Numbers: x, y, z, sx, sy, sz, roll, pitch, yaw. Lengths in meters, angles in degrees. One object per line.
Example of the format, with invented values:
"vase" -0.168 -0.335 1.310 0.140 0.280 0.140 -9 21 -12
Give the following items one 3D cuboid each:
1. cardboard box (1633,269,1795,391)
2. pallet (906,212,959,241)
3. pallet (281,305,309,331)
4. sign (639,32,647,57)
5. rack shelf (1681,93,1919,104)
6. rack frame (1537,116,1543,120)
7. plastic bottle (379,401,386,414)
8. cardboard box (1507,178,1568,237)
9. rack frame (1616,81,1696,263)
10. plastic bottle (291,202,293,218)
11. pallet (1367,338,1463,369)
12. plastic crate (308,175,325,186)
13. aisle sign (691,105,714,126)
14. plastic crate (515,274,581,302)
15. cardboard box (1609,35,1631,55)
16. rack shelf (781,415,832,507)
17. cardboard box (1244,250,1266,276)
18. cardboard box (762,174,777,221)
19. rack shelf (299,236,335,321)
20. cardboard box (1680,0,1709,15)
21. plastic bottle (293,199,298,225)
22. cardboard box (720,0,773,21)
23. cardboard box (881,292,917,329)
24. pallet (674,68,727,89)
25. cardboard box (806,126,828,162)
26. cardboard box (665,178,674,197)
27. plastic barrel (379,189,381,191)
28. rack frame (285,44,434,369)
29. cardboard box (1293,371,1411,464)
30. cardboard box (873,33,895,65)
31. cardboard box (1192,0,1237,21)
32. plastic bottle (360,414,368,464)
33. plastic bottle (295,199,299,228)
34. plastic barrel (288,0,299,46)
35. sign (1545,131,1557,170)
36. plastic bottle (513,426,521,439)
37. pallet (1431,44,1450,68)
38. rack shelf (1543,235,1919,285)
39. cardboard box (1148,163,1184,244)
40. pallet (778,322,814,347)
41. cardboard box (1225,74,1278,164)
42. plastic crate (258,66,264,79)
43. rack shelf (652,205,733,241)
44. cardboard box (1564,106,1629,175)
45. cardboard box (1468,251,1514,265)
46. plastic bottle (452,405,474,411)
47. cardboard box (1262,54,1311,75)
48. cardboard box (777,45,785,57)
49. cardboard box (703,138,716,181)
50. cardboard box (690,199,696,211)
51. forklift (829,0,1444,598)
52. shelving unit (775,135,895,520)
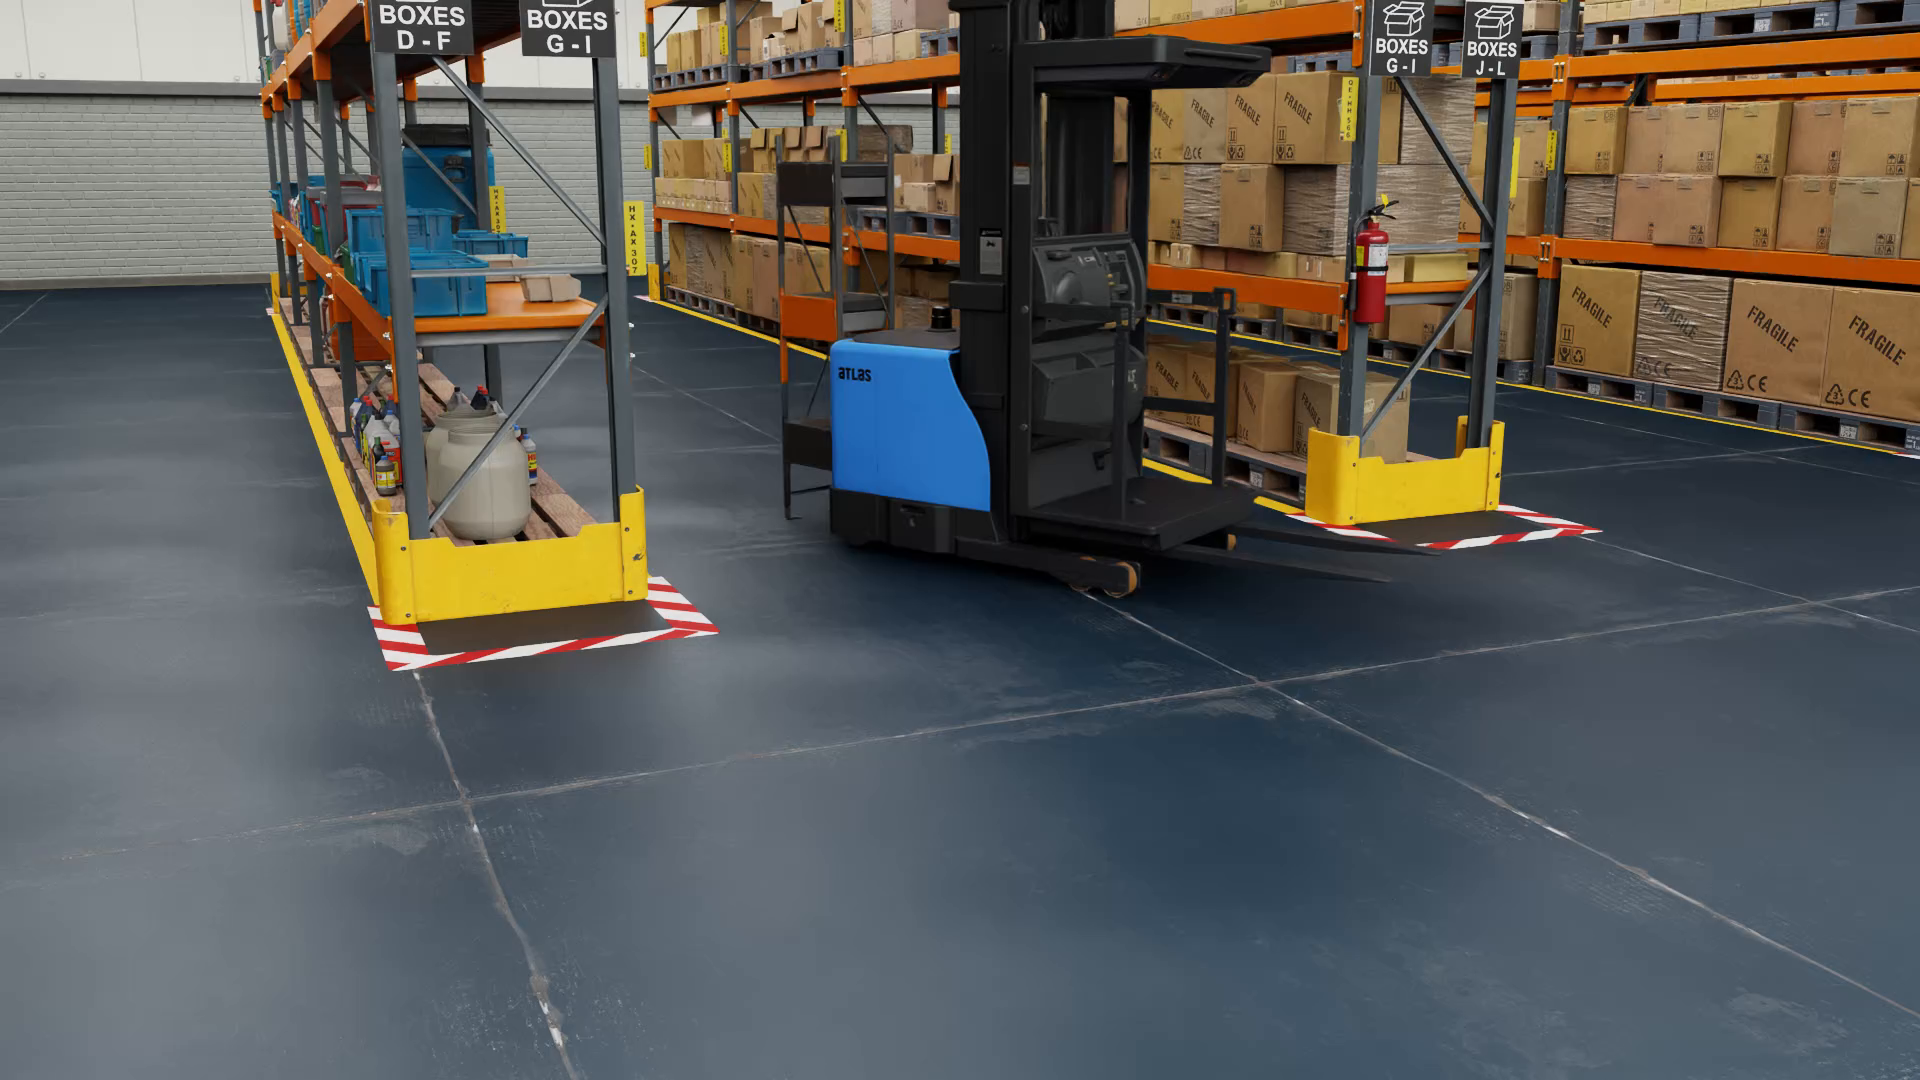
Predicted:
"cardboard box" 6.113 -1.710 13.385 0.875 0.875 0.875 -6 14 -23
"pallet" 0.203 -2.763 14.581 1.003 0.211 1.213 -6 14 -23
"pallet" -7.590 -2.683 19.994 1.003 0.211 1.213 -6 14 -23
"sign" -4.343 -6.791 22.795 0.100 0.325 0.005 -6 14 -23
"rack shelf" 12.198 -6.130 23.647 1.077 0.370 4.000 -6 14 -23
"rack frame" 9.795 -6.259 29.260 1.000 3.000 0.127 -6 14 -23
"plastic bottle" -3.585 -0.719 10.372 0.061 0.283 0.133 -6 14 -23
"cardboard box" 5.106 -2.995 14.935 0.500 0.500 0.500 -6 14 -23
"rack frame" 8.453 -4.157 20.178 1.000 3.000 0.127 -6 14 -23
"plastic bottle" -6.764 -3.346 16.960 0.097 0.271 0.097 0 13 0
"pallet" 4.689 -1.909 16.650 1.003 0.211 1.213 -6 14 -23
"plastic crate" -8.065 -4.461 21.282 0.616 0.435 0.499 -6 14 -23
"aisle sign" -3.586 -6.223 23.340 0.394 0.787 0.004 -6 14 -23
"plastic crate" -2.025 -1.247 8.190 0.298 0.136 0.250 -6 14 -23
"cardboard box" 8.164 -5.937 20.058 0.797 0.503 0.637 -7 15 -26
"rack shelf" -0.671 -0.430 9.238 0.431 0.518 0.480 -12 18 -43
"cardboard box" 1.941 -1.678 10.027 0.380 0.149 0.250 -6 14 -23
"cardboard box" -1.872 -3.812 18.466 0.500 0.500 0.500 -6 14 -24
"rack shelf" -4.364 -2.051 12.673 1.077 0.370 4.000 -6 14 -23
"cardboard box" 5.804 -4.139 12.851 0.380 0.149 0.250 -6 14 -24
"plastic bottle" -6.561 -3.259 16.574 0.152 0.276 0.135 -6 14 -23
"cardboard box" -2.600 -6.412 20.230 0.500 0.250 0.500 -7 15 -27
"cardboard box" -0.341 -2.122 15.952 0.700 0.500 0.500 -6 15 -26
"pallet" -3.033 -5.928 21.375 1.003 0.211 1.213 -6 14 -23
"cardboard box" -1.164 -4.087 17.428 0.797 0.503 0.637 -5 14 -22
"cardboard box" -3.673 -4.756 22.440 0.500 0.250 0.500 -6 14 -24
"plastic barrel" -4.389 -2.589 13.154 0.421 0.512 0.421 0 13 0
"rack frame" -5.165 -2.814 14.377 1.000 3.000 0.127 -6 14 -23
"cardboard box" 2.343 -0.726 9.968 0.500 0.500 0.500 -3 13 -13
"cardboard box" -0.467 -4.424 15.012 0.500 0.250 0.500 -5 14 -22
"cardboard box" 1.751 -3.283 10.084 0.500 0.250 0.500 -5 14 -22
"plastic bottle" -3.516 -0.598 9.849 0.061 0.283 0.133 -5 14 -20
"plastic bottle" -6.329 -3.174 16.040 0.144 0.351 0.185 -6 14 -23
"plastic barrel" -4.773 -4.161 12.589 0.600 0.830 0.708 -6 14 -23
"sign" 5.067 -3.337 14.243 0.100 0.325 0.005 -6 14 -23
"plastic bottle" -2.539 -0.520 9.540 0.097 0.271 0.097 0 13 0
"pallet" 4.715 -4.699 16.288 1.003 0.211 1.213 -5 14 -20
"rack shelf" 6.361 -2.099 12.881 1.077 0.370 4.000 -6 14 -23
"cardboard box" 1.722 -2.223 10.940 0.875 0.500 0.500 -6 14 -23
"pallet" -1.359 -2.325 18.445 1.003 0.211 1.213 -6 14 -23
"cardboard box" 1.925 -2.484 9.850 0.500 0.500 0.500 -6 14 -23
"plastic crate" -8.471 -5.760 20.743 0.497 0.269 0.590 -6 14 -23
"rack shelf" -3.031 -4.151 21.748 1.077 0.370 4.000 -6 14 -23
"cardboard box" 5.676 -3.382 14.104 0.875 0.550 0.550 -6 14 -23
"cardboard box" 7.541 -3.846 22.615 0.875 0.875 0.875 -5 14 -21
"plastic bottle" -3.090 -0.710 10.350 0.152 0.276 0.135 -6 14 -23
"cardboard box" 3.496 -5.294 18.217 0.500 0.500 0.500 -6 14 -23
"cardboard box" -1.771 -5.311 18.136 0.380 0.149 0.250 -6 14 -25
"cardboard box" -2.856 -4.700 20.535 0.500 0.500 0.500 -5 14 -22
"cardboard box" -3.268 -4.317 21.428 0.380 0.149 0.250 -5 14 -22
"forklift" 0.806 -1.296 7.967 3.031 2.935 1.130 9 16 35
"shelving unit" -0.671 -1.126 9.077 0.431 2.100 0.503 -12 18 -43
